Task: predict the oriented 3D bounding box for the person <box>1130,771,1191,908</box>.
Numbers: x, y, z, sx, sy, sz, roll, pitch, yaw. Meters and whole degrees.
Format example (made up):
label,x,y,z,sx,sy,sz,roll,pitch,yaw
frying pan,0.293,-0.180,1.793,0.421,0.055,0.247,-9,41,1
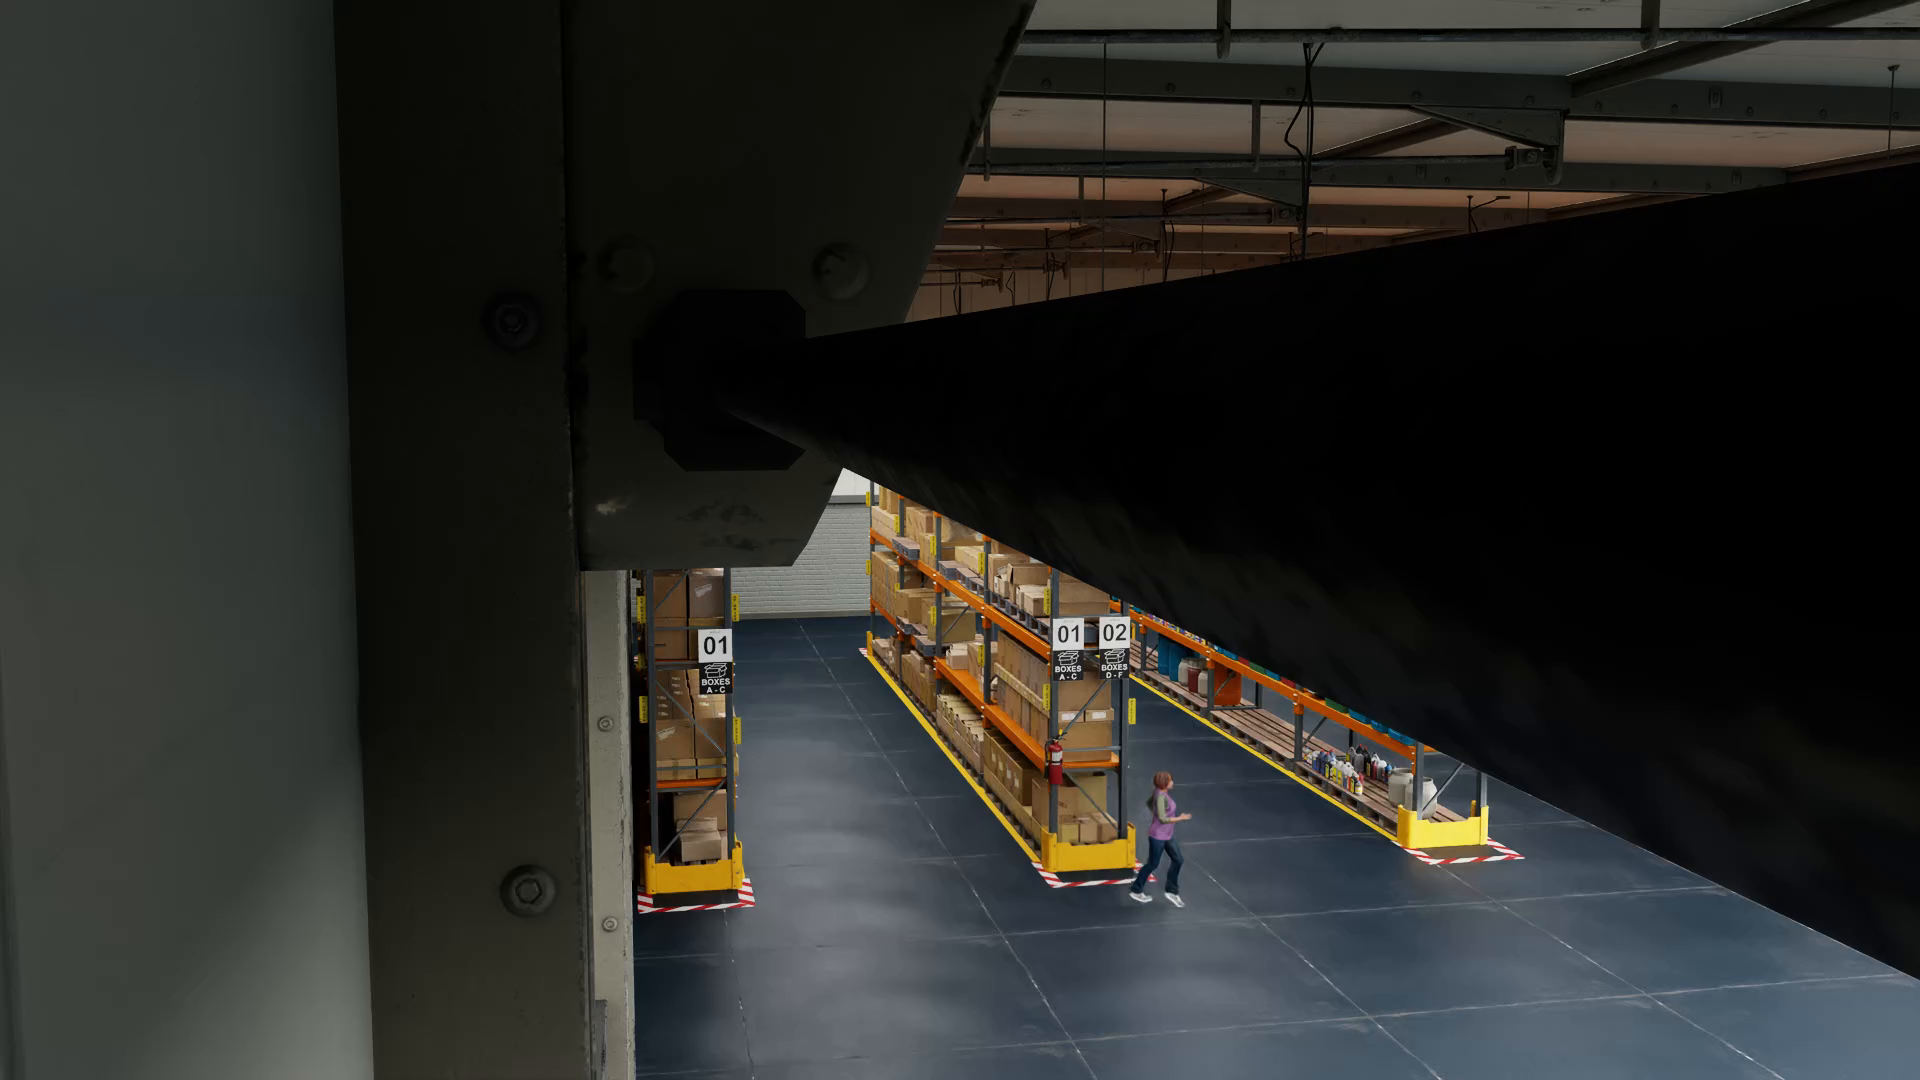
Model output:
label,x,y,z,sx,sy,sz,roll,pitch,yaw
person,2.356,3.504,19.467,0.705,1.642,0.540,2,6,18
